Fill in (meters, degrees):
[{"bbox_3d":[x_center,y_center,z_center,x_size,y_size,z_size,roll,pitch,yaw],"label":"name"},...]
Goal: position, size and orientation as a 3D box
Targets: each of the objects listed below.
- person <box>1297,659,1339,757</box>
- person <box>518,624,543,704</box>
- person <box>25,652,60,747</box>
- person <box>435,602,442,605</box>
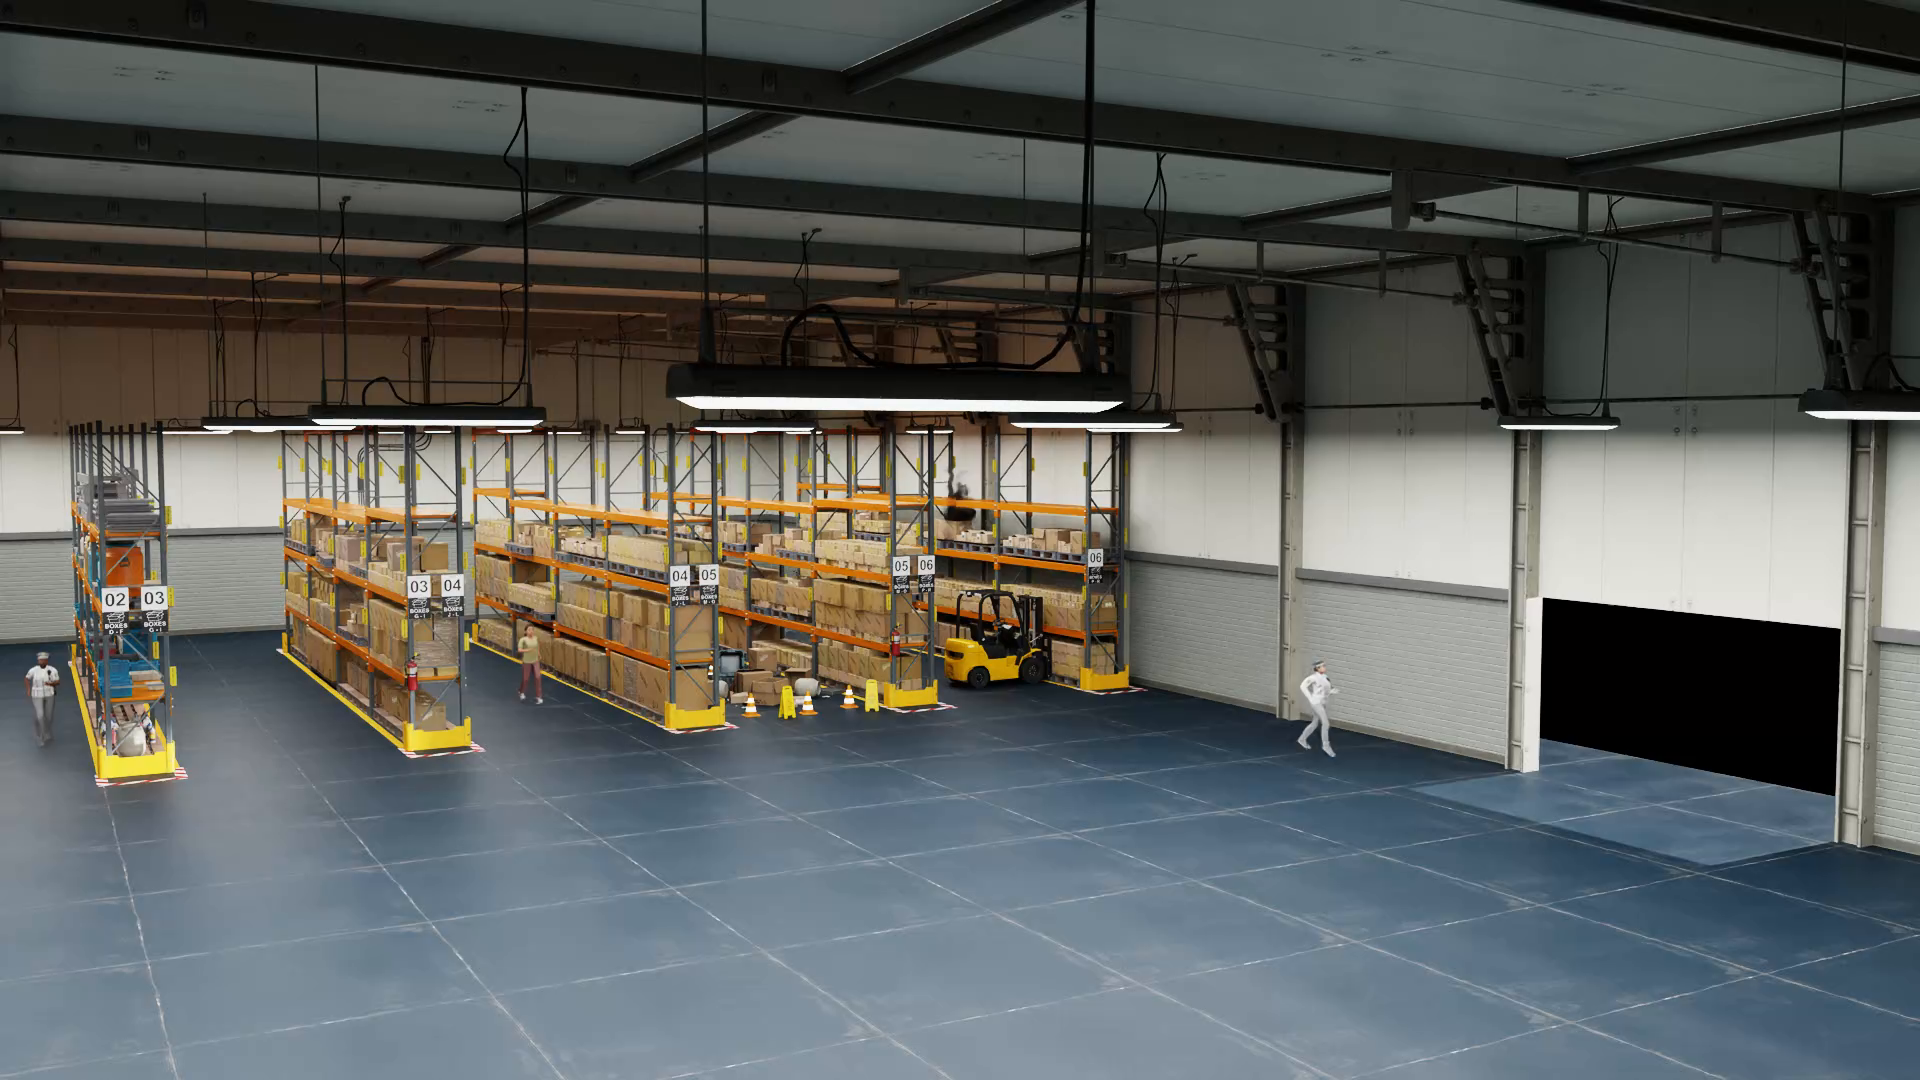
[{"bbox_3d":[6.489,3.015,30.115,0.785,1.750,0.600,3,4,36],"label":"person"},{"bbox_3d":[-9.256,2.648,35.812,0.568,1.670,0.952,-3,4,-37],"label":"person"},{"bbox_3d":[-17.105,2.961,31.030,0.545,1.758,0.768,-2,4,-35],"label":"person"},{"bbox_3d":[-14.734,2.056,46.127,0.842,1.651,0.538,0,4,-3],"label":"person"}]
